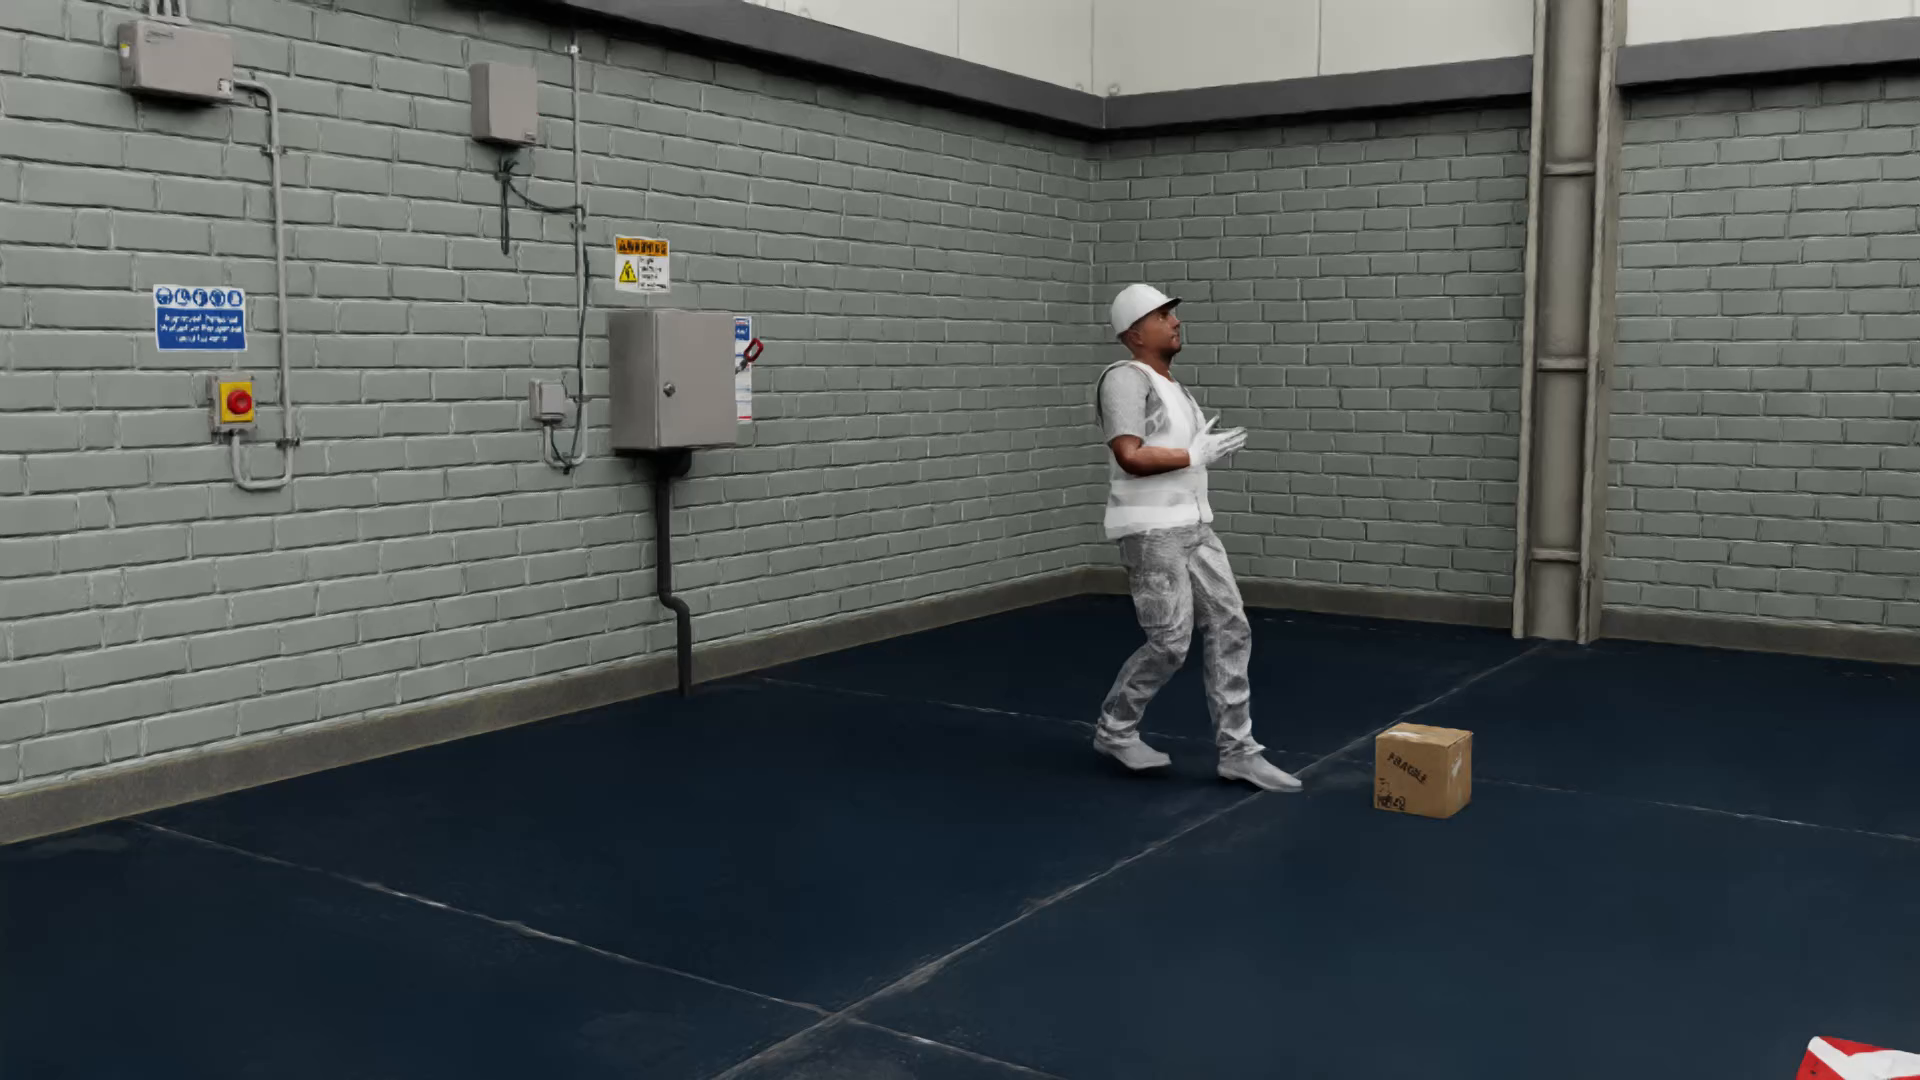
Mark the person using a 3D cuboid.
[{"bbox_3d":[0.780,-0.010,5.842,0.835,1.769,0.642,4,8,34],"label":"person"}]
